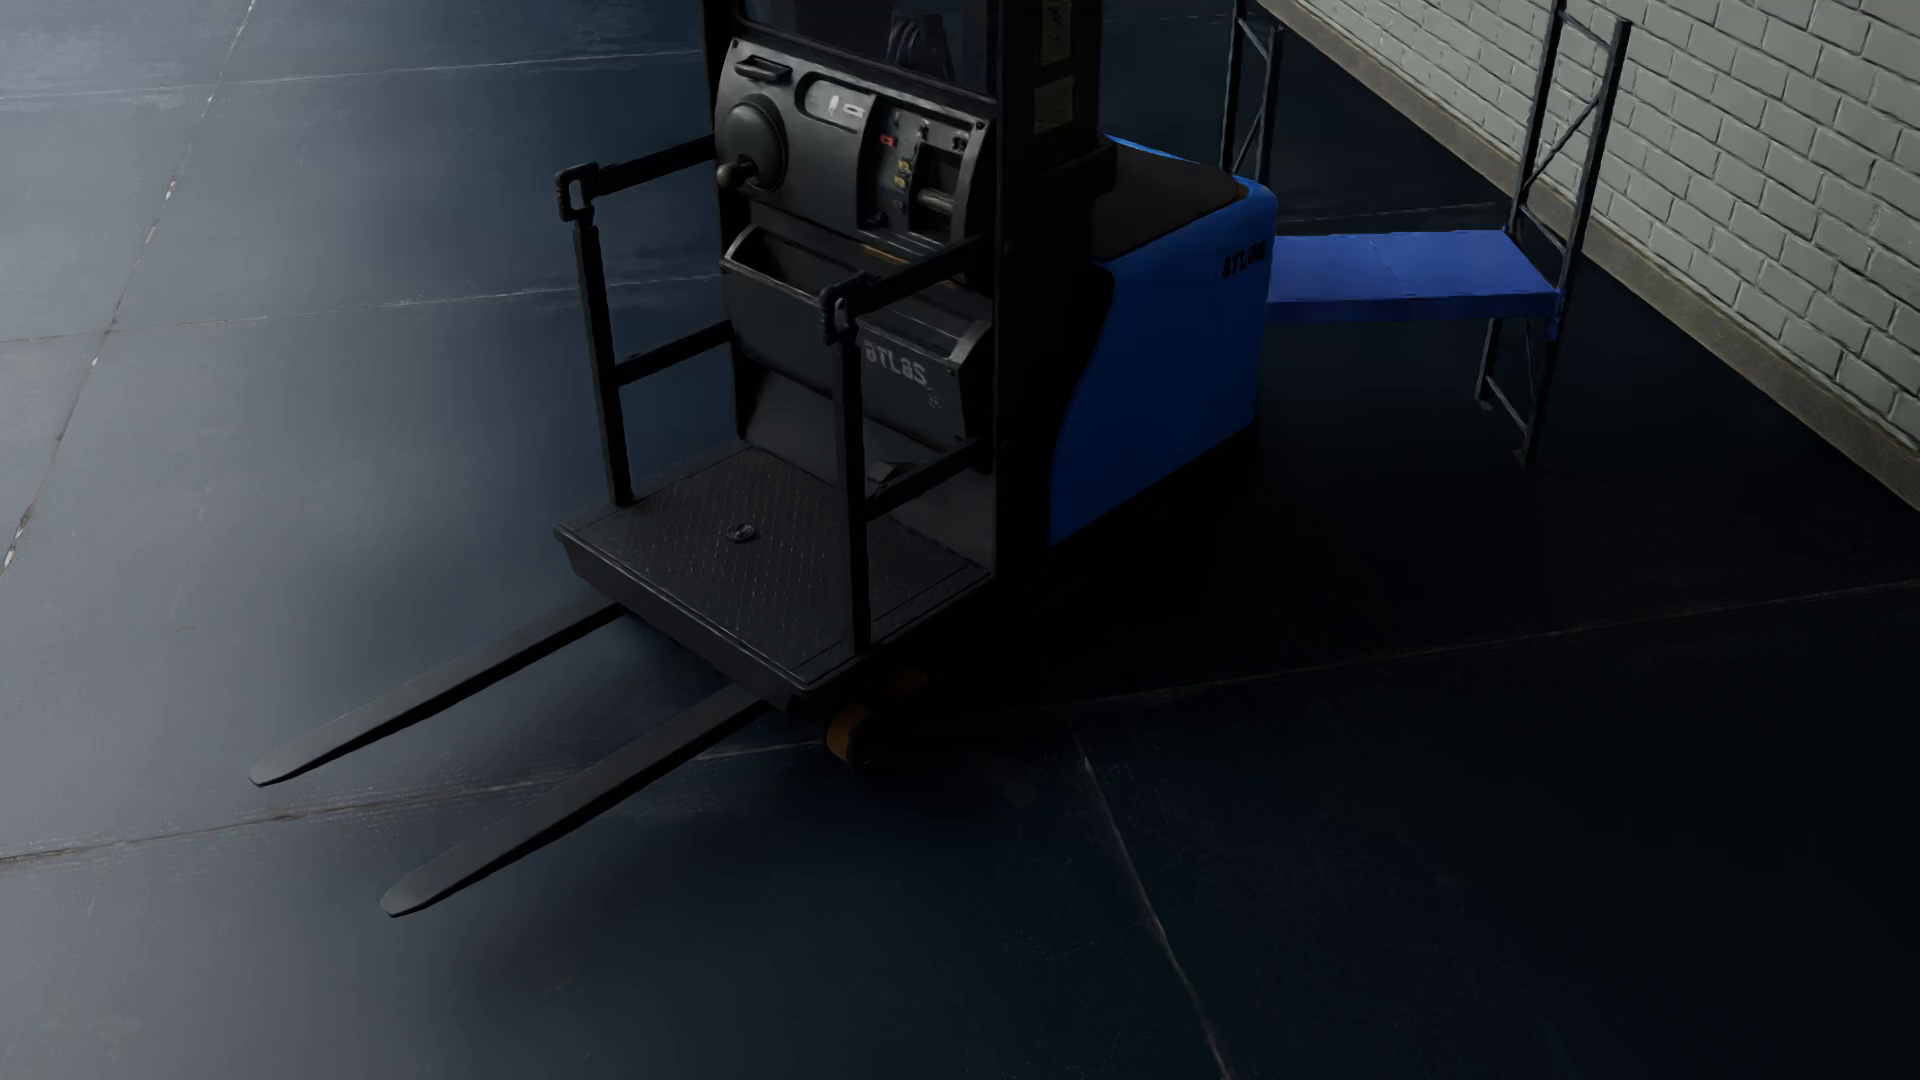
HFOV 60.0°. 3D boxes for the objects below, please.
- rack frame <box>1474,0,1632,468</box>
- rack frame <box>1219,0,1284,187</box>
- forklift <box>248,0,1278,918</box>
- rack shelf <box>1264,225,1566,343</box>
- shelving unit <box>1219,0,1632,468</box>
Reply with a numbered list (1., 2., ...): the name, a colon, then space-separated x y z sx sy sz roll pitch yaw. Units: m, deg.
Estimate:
1. rack frame: 1.898 -1.004 5.400 0.032 1.500 0.500 -3 34 -4
2. rack frame: 0.884 -0.958 5.332 0.032 1.500 0.500 -3 34 -4
3. forklift: -0.433 -0.948 4.033 1.130 2.935 3.031 28 43 35
4. rack shelf: 1.391 -0.832 5.466 1.000 0.185 0.538 -3 34 -4
5. shelving unit: 1.391 -0.981 5.366 1.048 1.500 0.538 -3 34 -4
